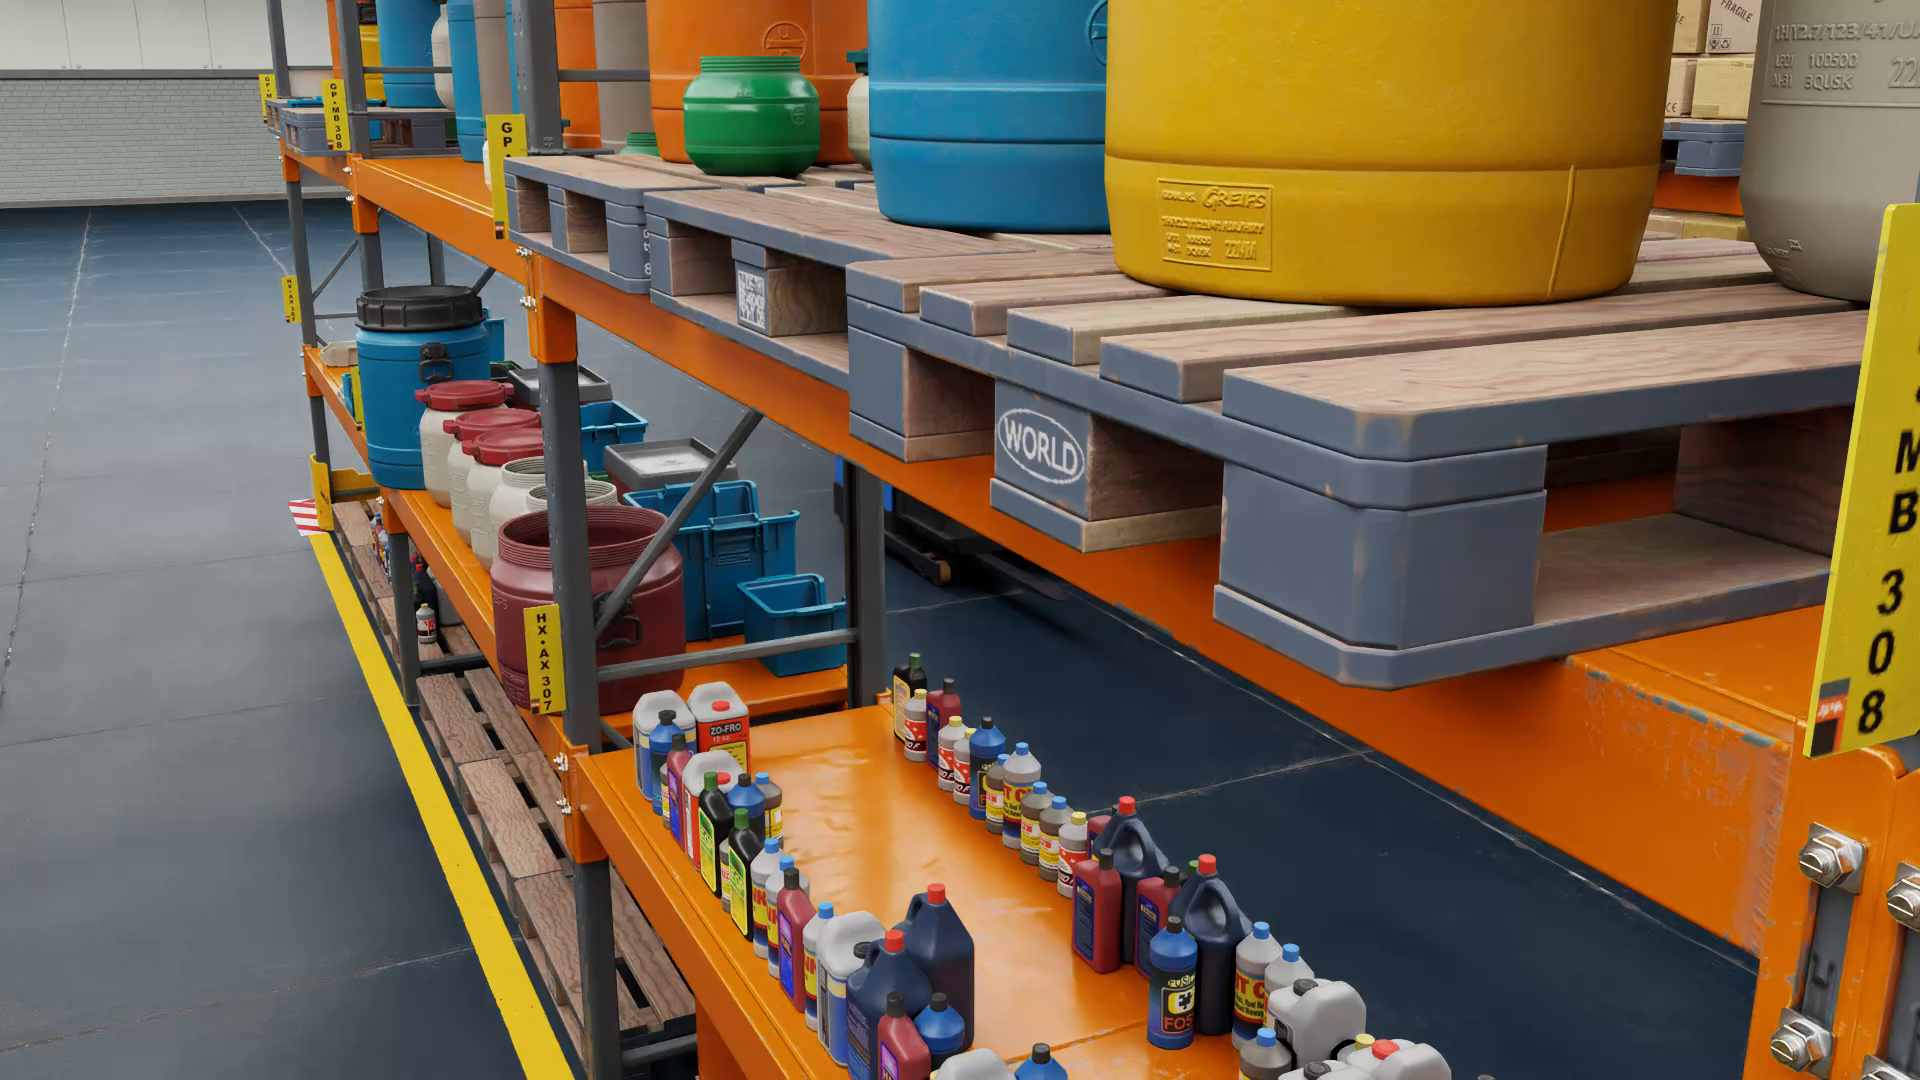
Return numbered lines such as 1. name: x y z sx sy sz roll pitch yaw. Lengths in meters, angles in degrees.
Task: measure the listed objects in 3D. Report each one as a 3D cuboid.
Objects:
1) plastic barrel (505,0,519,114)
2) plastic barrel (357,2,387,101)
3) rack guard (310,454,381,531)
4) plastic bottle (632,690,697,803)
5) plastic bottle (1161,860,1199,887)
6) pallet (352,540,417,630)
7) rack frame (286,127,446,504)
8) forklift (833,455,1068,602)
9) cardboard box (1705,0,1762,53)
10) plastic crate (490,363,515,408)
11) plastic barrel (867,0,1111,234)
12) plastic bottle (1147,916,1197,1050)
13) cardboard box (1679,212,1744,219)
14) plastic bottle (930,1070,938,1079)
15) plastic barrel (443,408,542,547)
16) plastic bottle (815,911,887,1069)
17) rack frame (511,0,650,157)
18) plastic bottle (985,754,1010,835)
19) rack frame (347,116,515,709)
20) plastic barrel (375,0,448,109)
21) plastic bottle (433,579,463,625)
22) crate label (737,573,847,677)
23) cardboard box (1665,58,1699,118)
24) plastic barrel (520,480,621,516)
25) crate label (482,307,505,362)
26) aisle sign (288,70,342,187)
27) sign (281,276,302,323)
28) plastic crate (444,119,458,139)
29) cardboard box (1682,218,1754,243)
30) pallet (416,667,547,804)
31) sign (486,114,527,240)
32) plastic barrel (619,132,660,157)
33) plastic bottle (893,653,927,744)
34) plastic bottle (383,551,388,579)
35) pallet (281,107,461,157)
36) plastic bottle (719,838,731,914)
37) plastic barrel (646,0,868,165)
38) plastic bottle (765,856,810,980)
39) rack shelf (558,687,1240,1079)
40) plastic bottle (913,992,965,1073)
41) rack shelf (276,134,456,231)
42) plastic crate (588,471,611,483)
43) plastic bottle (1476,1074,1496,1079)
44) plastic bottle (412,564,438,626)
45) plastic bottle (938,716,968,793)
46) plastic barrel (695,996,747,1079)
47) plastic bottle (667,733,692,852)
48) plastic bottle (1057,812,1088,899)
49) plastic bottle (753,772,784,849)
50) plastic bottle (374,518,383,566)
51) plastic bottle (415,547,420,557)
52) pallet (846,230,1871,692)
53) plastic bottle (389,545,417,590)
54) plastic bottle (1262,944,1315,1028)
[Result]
1. plastic barrel: -1.470 -1.893 6.563 0.600 0.901 0.708 -8 18 -25
2. plastic barrel: -3.599 -3.093 10.552 0.600 0.588 0.600 0 16 0
3. rack guard: -4.137 -0.412 12.280 1.175 0.500 0.348 -8 18 -25
4. plastic bottle: -0.809 0.563 4.575 0.152 0.276 0.135 -8 18 -25
5. plastic bottle: 0.493 0.824 3.652 0.061 0.283 0.133 -8 18 -25
6. pallet: -3.256 0.231 10.563 1.003 0.211 1.213 -8 18 -25
7. rack frame: -4.213 -1.627 11.981 1.000 3.000 0.127 -8 18 -25
8. forklift: 0.193 -1.254 10.808 1.130 2.935 3.031 -8 18 -26
9. cardboard box: 5.982 -3.903 12.447 0.500 0.500 0.500 -9 18 -30
10. plastic crate: -2.576 -0.750 9.039 0.767 0.338 0.504 -8 18 -25
11. plastic barrel: 0.159 -0.940 2.482 0.600 0.901 0.708 -8 18 -25
12. plastic bottle: 0.435 0.900 3.410 0.097 0.271 0.097 0 16 0
13. cardboard box: 6.204 -2.400 13.553 0.500 0.500 0.500 -8 18 -25
14. plastic bottle: -0.036 1.054 3.001 0.097 0.201 0.097 0 16 0
15. plastic barrel: -1.917 -0.254 6.953 0.433 0.535 0.433 0 16 0
16. plastic bottle: -0.202 0.907 3.377 0.152 0.276 0.135 -8 18 -25
17. rack frame: -0.708 -2.527 4.241 1.000 3.000 0.127 -8 18 -25
18. plastic bottle: 0.116 0.662 4.367 0.097 0.201 0.097 0 16 0
19. rack frame: -2.461 -0.635 8.525 1.000 3.000 0.127 -8 18 -25
20. plastic barrel: -2.801 -2.779 8.889 0.600 0.901 0.708 -8 18 -25
21. plastic bottle: -2.872 0.285 9.325 0.144 0.351 0.185 -8 18 -25
22. crate label: -0.556 0.288 5.613 0.303 0.233 0.416 -8 18 -25
23. cardboard box: 3.251 -2.046 7.514 0.500 0.250 0.500 -7 17 -23
24. plastic barrel: -1.351 0.074 5.852 0.421 0.512 0.421 0 16 0
25. crate label: -3.164 -1.220 10.499 0.502 0.435 0.616 -8 18 -25
26. aisle sign: -4.508 -2.859 11.561 0.394 0.787 0.004 -8 18 -25
27. sign: -4.709 -1.694 11.715 0.100 0.325 0.005 -8 18 -25
28. plastic crate: -2.907 -2.399 9.618 0.336 0.188 0.450 -8 18 -25
29. cardboard box: 5.960 -2.210 12.889 0.500 0.500 0.500 -8 18 -25
30. pallet: -2.082 0.896 8.247 1.003 0.211 1.213 -8 18 -25
31. sign: -1.200 -0.966 4.431 0.100 0.325 0.005 -8 18 -25
32. plastic barrel: -0.862 -1.065 4.868 0.294 0.245 0.294 0 16 0
33. plastic bottle: -0.148 0.462 4.915 0.061 0.283 0.133 -8 18 -25
34. plastic bottle: -3.462 0.129 10.140 0.097 0.201 0.097 0 16 0
35. pallet: -2.865 -2.153 8.719 1.213 0.211 1.003 -8 18 -25
36. plastic bottle: -0.522 0.779 3.959 0.097 0.201 0.097 0 16 0
37. plastic barrel: -0.462 -1.352 4.046 0.600 0.830 0.708 -8 18 -25
38. plastic bottle: -0.378 0.827 3.666 0.097 0.271 0.097 0 16 0
39. rack shelf: 0.168 1.199 3.439 1.077 0.370 4.000 -8 18 -25
40. plastic bottle: -0.040 0.980 3.132 0.097 0.271 0.097 0 16 0
41. rack shelf: -3.337 -2.227 9.938 1.077 0.370 4.000 -8 18 -25
42. plastic crate: -1.444 -0.135 7.168 0.450 0.188 0.662 -8 18 -25
43. plastic bottle: 0.878 1.042 2.892 0.061 0.283 0.133 -8 18 -25
44. plastic bottle: -3.002 0.302 9.264 0.144 0.351 0.185 -8 18 -26
45. plastic bottle: -0.012 0.589 4.619 0.097 0.201 0.097 0 16 0
46. plastic barrel: -0.479 1.318 4.894 0.600 0.830 0.708 -8 18 -25
47. plastic bottle: -0.706 0.647 4.271 0.061 0.283 0.133 -8 18 -25
48. plastic bottle: 0.286 0.758 4.030 0.097 0.201 0.097 0 16 0
49. plastic bottle: -0.503 0.694 4.255 0.097 0.201 0.097 0 16 0
50. plastic bottle: -3.616 0.013 10.394 0.061 0.283 0.133 -7 18 -24
51. plastic bottle: -3.200 0.153 9.906 0.061 0.283 0.133 -8 18 -25
52. pallet: 0.613 -0.185 1.861 1.213 0.211 1.003 -8 18 -25
53. plastic bottle: -3.295 0.170 9.862 0.152 0.276 0.135 -7 18 -24
54. plastic bottle: 0.650 0.931 3.302 0.097 0.271 0.097 0 16 0
